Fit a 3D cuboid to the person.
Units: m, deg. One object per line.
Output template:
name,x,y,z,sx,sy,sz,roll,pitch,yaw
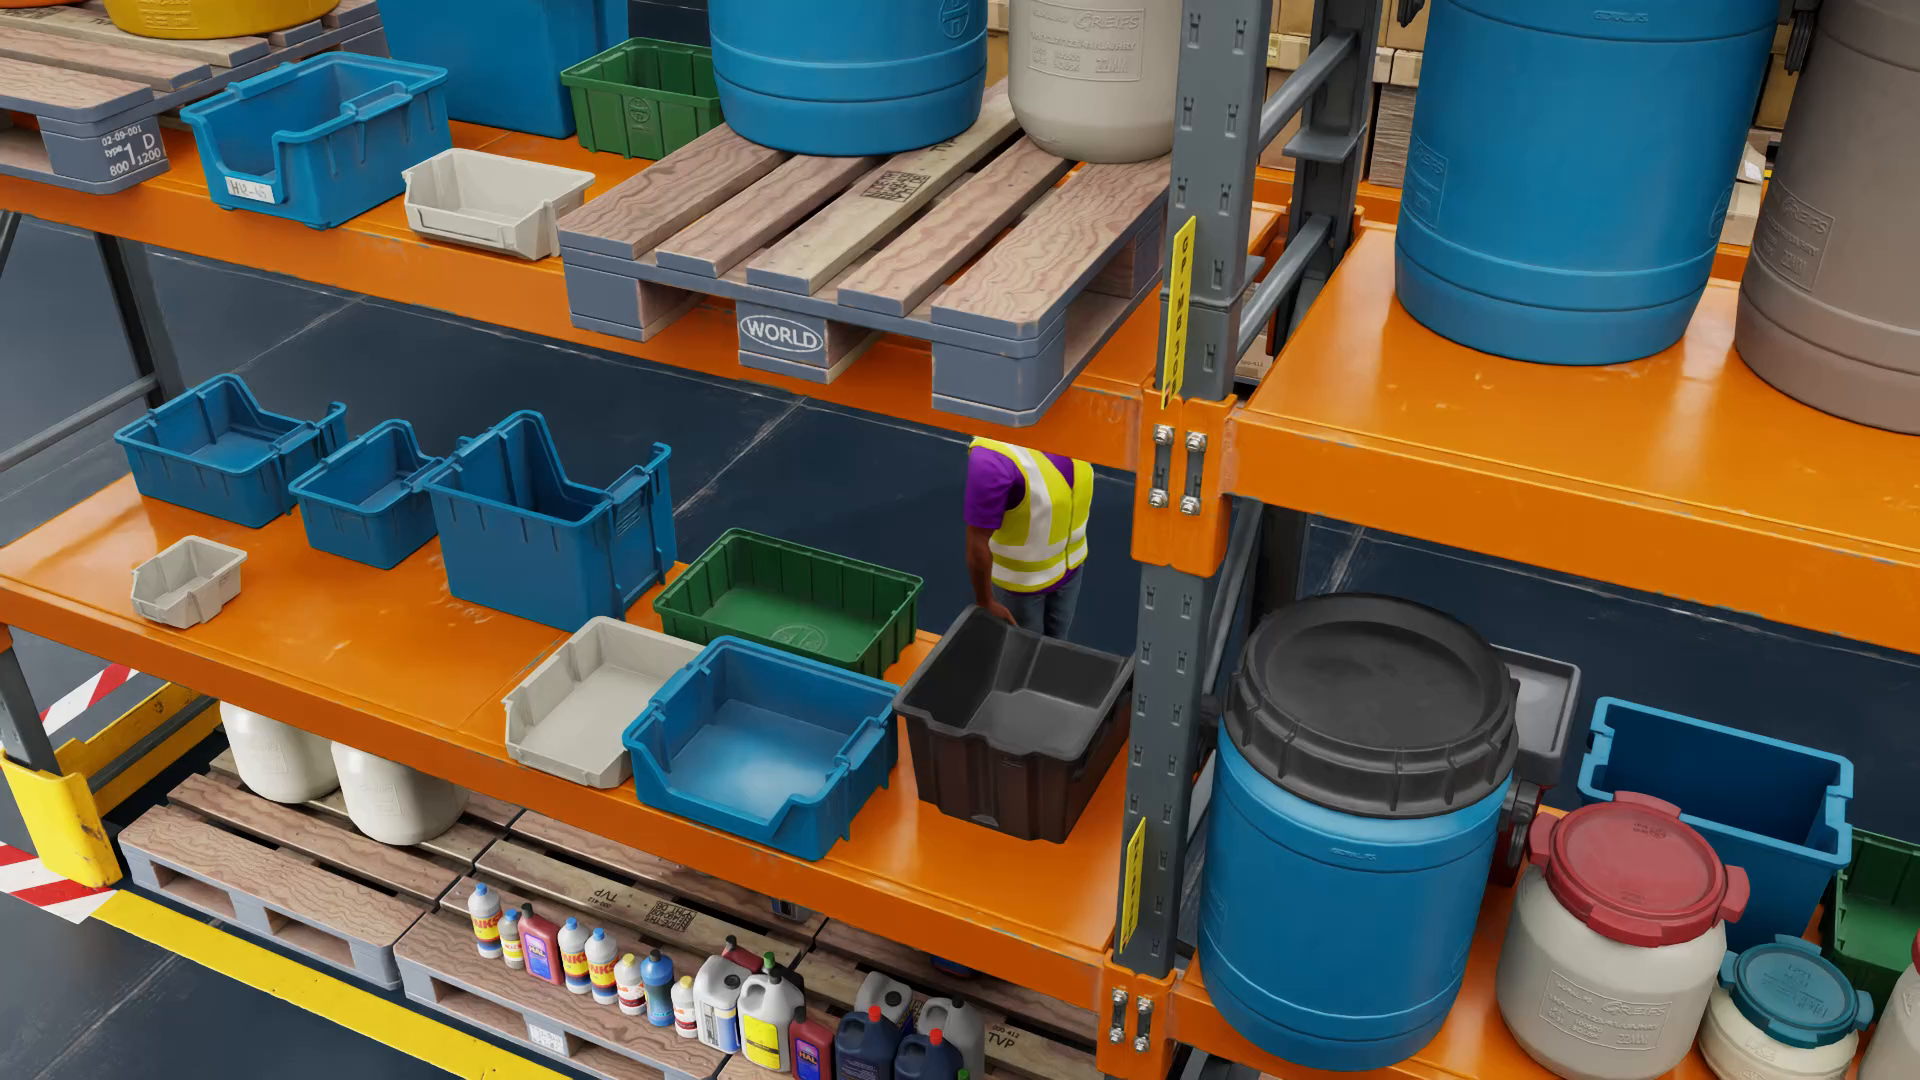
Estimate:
person,0.259,0.095,5.944,0.377,1.766,0.643,25,41,32
